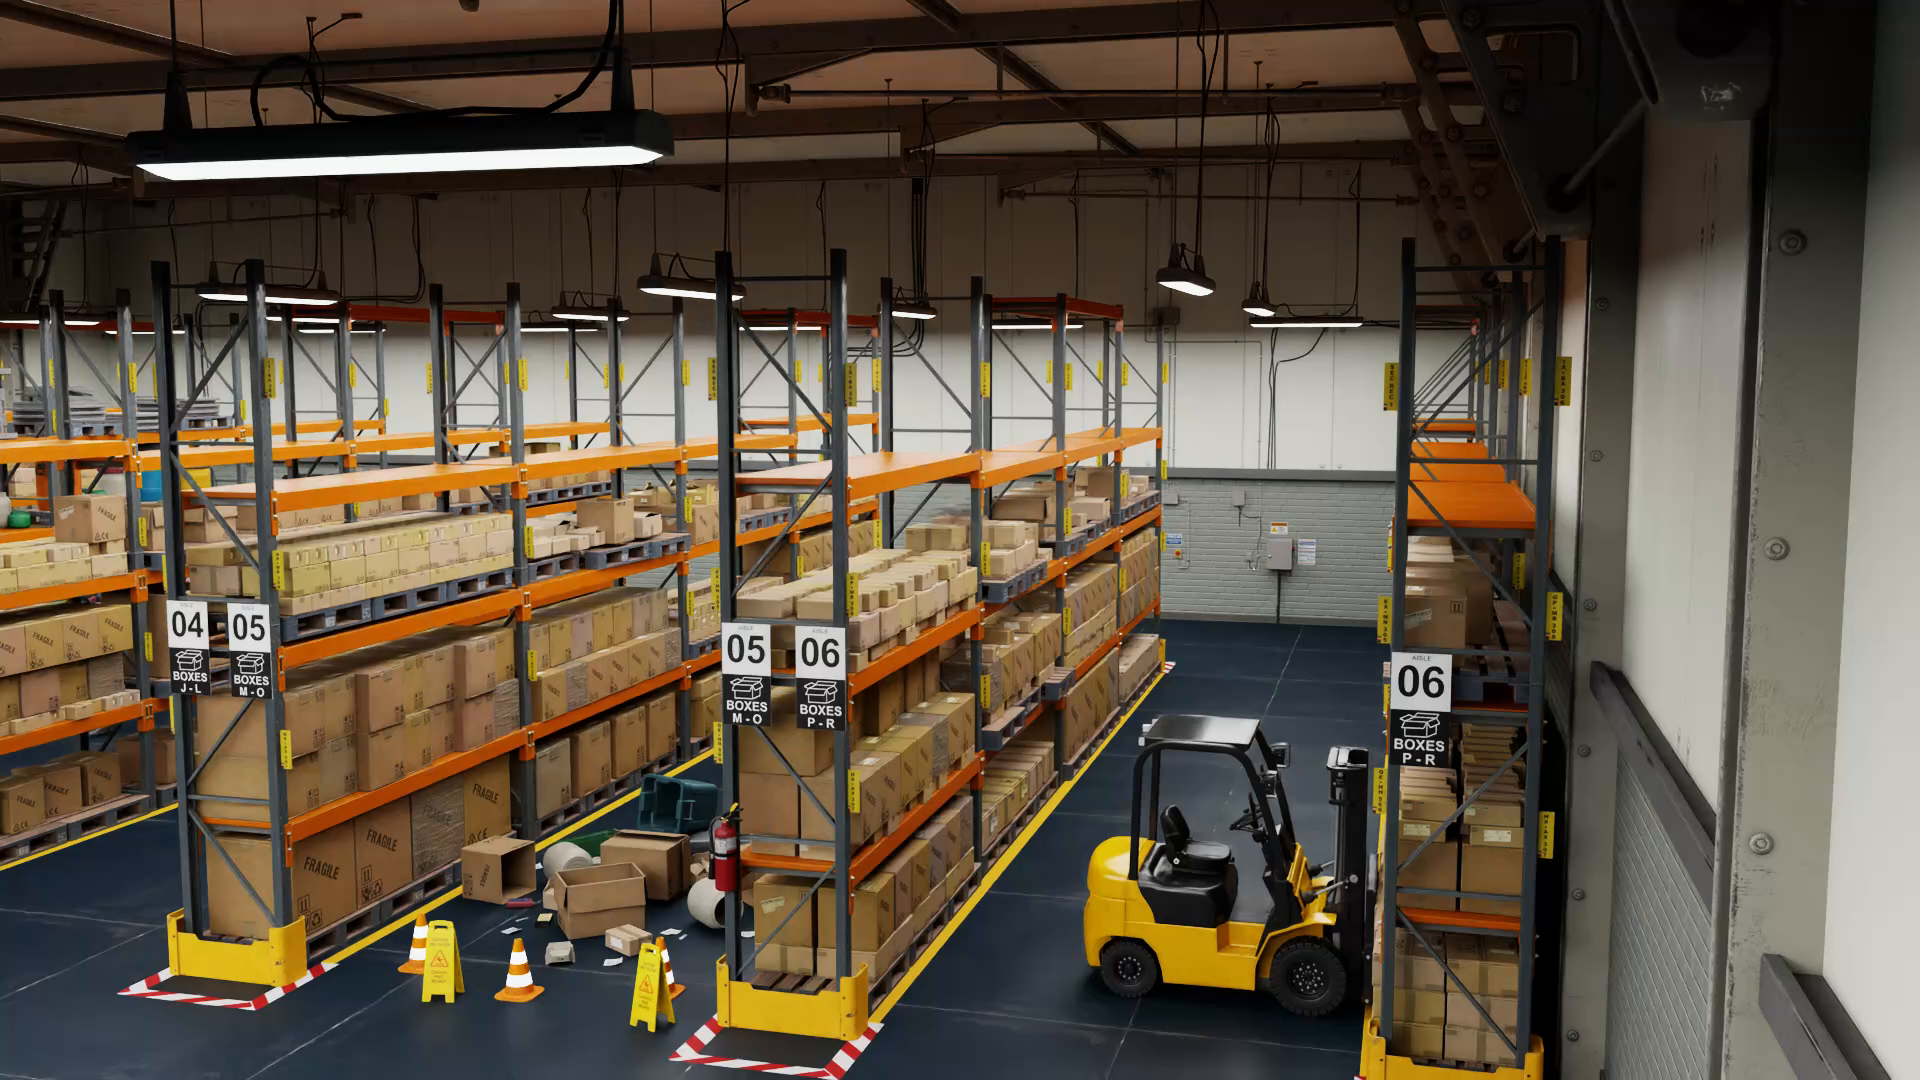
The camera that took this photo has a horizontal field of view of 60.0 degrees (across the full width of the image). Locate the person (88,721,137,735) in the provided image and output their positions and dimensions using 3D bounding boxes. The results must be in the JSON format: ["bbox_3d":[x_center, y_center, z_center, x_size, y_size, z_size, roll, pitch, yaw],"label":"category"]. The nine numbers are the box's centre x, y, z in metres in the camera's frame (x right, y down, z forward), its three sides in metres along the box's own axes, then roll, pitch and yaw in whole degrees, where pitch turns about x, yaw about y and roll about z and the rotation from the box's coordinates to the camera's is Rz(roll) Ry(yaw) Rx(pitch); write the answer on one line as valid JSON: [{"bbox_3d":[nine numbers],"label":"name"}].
[{"bbox_3d":[-11.858,1.876,23.409,0.593,1.600,1.052,1,6,7],"label":"person"}]
